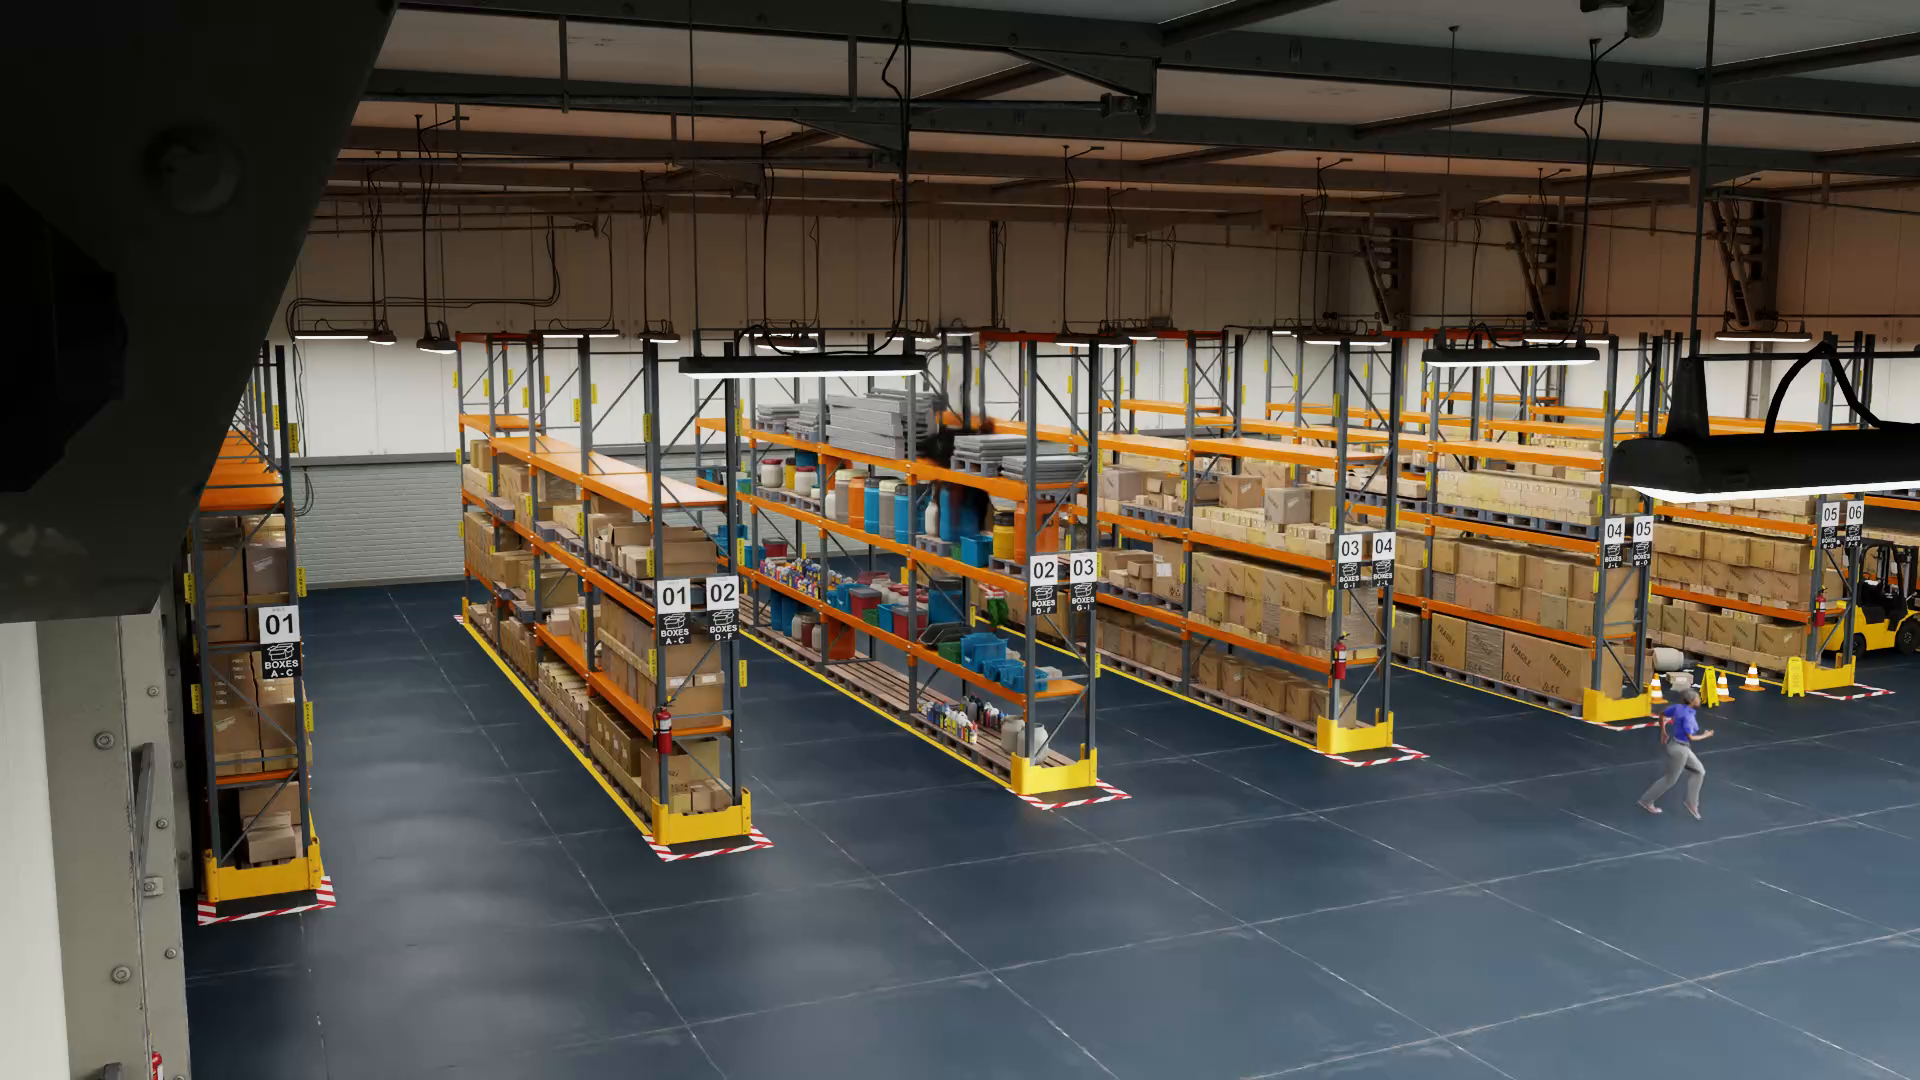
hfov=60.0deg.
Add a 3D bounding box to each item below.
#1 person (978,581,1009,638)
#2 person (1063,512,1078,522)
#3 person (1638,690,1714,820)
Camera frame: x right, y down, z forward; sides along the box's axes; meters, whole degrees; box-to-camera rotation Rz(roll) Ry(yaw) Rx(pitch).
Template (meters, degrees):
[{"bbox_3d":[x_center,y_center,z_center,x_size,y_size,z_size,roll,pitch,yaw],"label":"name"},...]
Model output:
[{"bbox_3d":[0.678,1.128,32.241,0.651,1.738,0.613,-4,9,-29],"label":"person"},{"bbox_3d":[2.650,0.000,41.110,0.691,1.615,0.560,3,8,22],"label":"person"},{"bbox_3d":[9.039,2.707,20.994,0.837,1.690,0.599,2,8,13],"label":"person"}]
